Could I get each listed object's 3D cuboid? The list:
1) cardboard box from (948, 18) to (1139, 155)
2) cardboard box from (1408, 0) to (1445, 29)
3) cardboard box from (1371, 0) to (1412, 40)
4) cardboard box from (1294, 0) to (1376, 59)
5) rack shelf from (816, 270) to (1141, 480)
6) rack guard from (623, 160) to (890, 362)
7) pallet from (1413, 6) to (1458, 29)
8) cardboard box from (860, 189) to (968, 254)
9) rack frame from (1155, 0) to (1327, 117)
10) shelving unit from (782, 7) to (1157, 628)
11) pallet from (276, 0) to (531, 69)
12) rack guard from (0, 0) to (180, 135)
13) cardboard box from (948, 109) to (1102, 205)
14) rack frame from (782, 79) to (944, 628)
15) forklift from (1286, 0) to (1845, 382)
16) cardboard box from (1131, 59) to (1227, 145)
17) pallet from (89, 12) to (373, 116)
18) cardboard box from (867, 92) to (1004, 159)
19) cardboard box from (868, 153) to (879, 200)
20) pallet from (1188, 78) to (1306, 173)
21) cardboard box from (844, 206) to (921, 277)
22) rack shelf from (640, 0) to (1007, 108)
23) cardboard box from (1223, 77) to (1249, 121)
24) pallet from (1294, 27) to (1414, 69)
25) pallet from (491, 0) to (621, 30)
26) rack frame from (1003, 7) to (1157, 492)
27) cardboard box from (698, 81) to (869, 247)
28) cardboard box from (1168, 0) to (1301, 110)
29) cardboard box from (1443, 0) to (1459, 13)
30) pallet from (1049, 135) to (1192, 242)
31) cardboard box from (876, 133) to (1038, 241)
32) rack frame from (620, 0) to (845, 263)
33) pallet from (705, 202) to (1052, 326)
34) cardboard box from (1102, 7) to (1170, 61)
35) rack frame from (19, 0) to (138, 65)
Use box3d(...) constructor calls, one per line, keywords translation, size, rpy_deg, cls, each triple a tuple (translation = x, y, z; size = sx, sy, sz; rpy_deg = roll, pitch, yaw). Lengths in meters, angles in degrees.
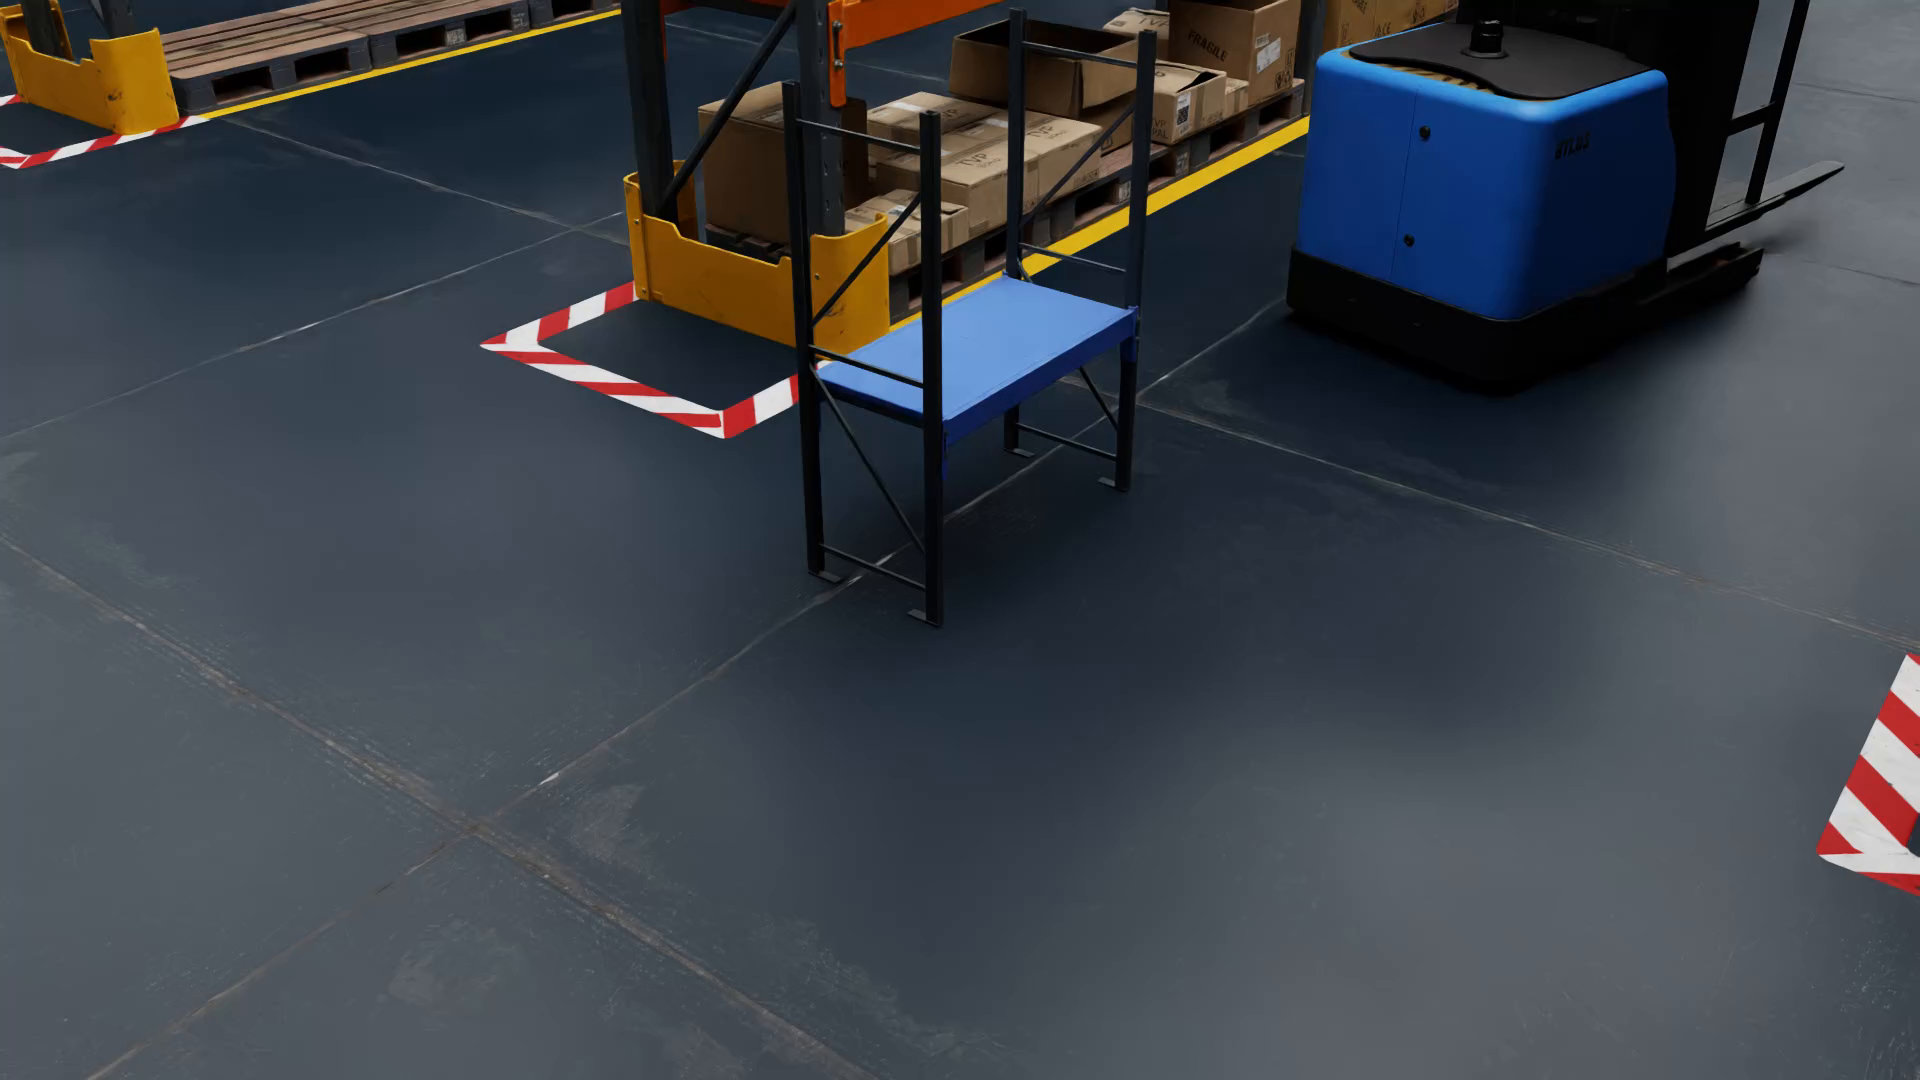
box3d(translation=(0.417, -2.157, 7.965), size=(0.797, 0.503, 0.637), rpy_deg=(21, 37, 31), cls="cardboard box")
box3d(translation=(2.654, -3.464, 10.172), size=(0.500, 0.500, 0.500), rpy_deg=(22, 37, 32), cls="cardboard box")
box3d(translation=(2.347, -3.263, 9.834), size=(0.500, 0.500, 0.500), rpy_deg=(22, 37, 32), cls="cardboard box")
box3d(translation=(2.034, -3.043, 9.462), size=(0.500, 0.500, 0.500), rpy_deg=(19, 36, 29), cls="cardboard box")
box3d(translation=(0.051, -0.525, 5.018), size=(0.538, 0.185, 1.000), rpy_deg=(21, 37, 31), cls="rack shelf")
box3d(translation=(-0.821, -1.137, 6.678), size=(1.175, 0.500, 0.348), rpy_deg=(21, 37, 31), cls="rack guard")
box3d(translation=(2.744, -3.448, 10.860), size=(1.003, 0.211, 1.213), rpy_deg=(21, 37, 31), cls="pallet")
box3d(translation=(-0.190, -1.318, 6.879), size=(0.380, 0.166, 0.250), rpy_deg=(21, 37, 31), cls="cardboard box")
box3d(translation=(1.547, -3.807, 8.732), size=(1.000, 3.000, 0.127), rpy_deg=(21, 37, 31), cls="rack frame")
box3d(translation=(0.051, -0.680, 4.926), size=(0.538, 1.500, 1.048), rpy_deg=(21, 37, 31), cls="shelving unit")
box3d(translation=(-3.548, -3.325, 10.653), size=(1.003, 0.211, 1.213), rpy_deg=(21, 37, 31), cls="pallet")
box3d(translation=(-4.818, -2.618, 9.177), size=(1.175, 0.500, 0.348), rpy_deg=(21, 37, 31), cls="rack guard")
box3d(translation=(0.291, -1.728, 7.489), size=(0.500, 0.250, 0.500), rpy_deg=(21, 37, 31), cls="cardboard box")
box3d(translation=(-0.255, -0.473, 4.577), size=(0.500, 1.500, 0.032), rpy_deg=(21, 37, 31), cls="rack frame")
box3d(translation=(2.770, -2.458, 6.522), size=(3.031, 2.935, 1.130), rpy_deg=(-23, 38, -34), cls="forklift")
box3d(translation=(0.977, -2.216, 8.253), size=(0.500, 0.311, 0.500), rpy_deg=(21, 37, 31), cls="cardboard box")
box3d(translation=(-4.285, -2.831, 9.819), size=(1.003, 0.211, 1.213), rpy_deg=(21, 37, 31), cls="pallet")
box3d(translation=(-0.138, -1.861, 7.714), size=(0.500, 0.250, 0.500), rpy_deg=(21, 37, 31), cls="cardboard box")
box3d(translation=(-0.419, -1.585, 7.330), size=(0.380, 0.166, 0.250), rpy_deg=(21, 37, 31), cls="cardboard box")
box3d(translation=(1.132, -2.328, 8.972), size=(1.003, 0.211, 1.213), rpy_deg=(21, 37, 31), cls="pallet")
box3d(translation=(-0.341, -1.208, 6.712), size=(0.380, 0.149, 0.250), rpy_deg=(21, 37, 31), cls="cardboard box")
box3d(translation=(0.340, -2.685, 7.543), size=(1.077, 0.370, 4.000), rpy_deg=(21, 37, 31), cls="rack shelf")
box3d(translation=(1.251, -2.280, 8.520), size=(0.380, 0.149, 0.250), rpy_deg=(21, 37, 31), cls="cardboard box")
box3d(translation=(2.008, -2.950, 10.020), size=(1.003, 0.211, 1.213), rpy_deg=(21, 37, 31), cls="pallet")
box3d(translation=(-2.812, -3.823, 11.493), size=(1.003, 0.211, 1.213), rpy_deg=(21, 37, 31), cls="pallet")
box3d(translation=(0.358, -0.887, 5.275), size=(0.500, 1.500, 0.032), rpy_deg=(21, 37, 31), cls="rack frame")
box3d(translation=(-0.735, -1.592, 7.014), size=(0.500, 0.500, 0.500), rpy_deg=(21, 37, 31), cls="cardboard box")
box3d(translation=(1.430, -2.602, 8.719), size=(0.500, 0.500, 0.500), rpy_deg=(21, 37, 31), cls="cardboard box")
box3d(translation=(2.960, -3.669, 10.519), size=(0.500, 0.500, 0.500), rpy_deg=(20, 36, 30), cls="cardboard box")
box3d(translation=(0.396, -1.830, 8.132), size=(1.003, 0.211, 1.213), rpy_deg=(21, 37, 31), cls="pallet")
box3d(translation=(-0.011, -1.524, 7.146), size=(0.500, 0.250, 0.500), rpy_deg=(21, 37, 31), cls="cardboard box")
box3d(translation=(-0.867, -2.181, 5.988), size=(1.000, 3.000, 0.127), rpy_deg=(21, 37, 31), cls="rack frame")
box3d(translation=(-0.341, -1.337, 7.299), size=(1.003, 0.211, 1.213), rpy_deg=(21, 37, 31), cls="pallet")
box3d(translation=(1.121, -2.736, 9.129), size=(0.500, 0.311, 0.500), rpy_deg=(21, 37, 31), cls="cardboard box")
box3d(translation=(-4.814, -3.707, 8.563), size=(1.000, 3.000, 0.127), rpy_deg=(21, 37, 31), cls="rack frame")
